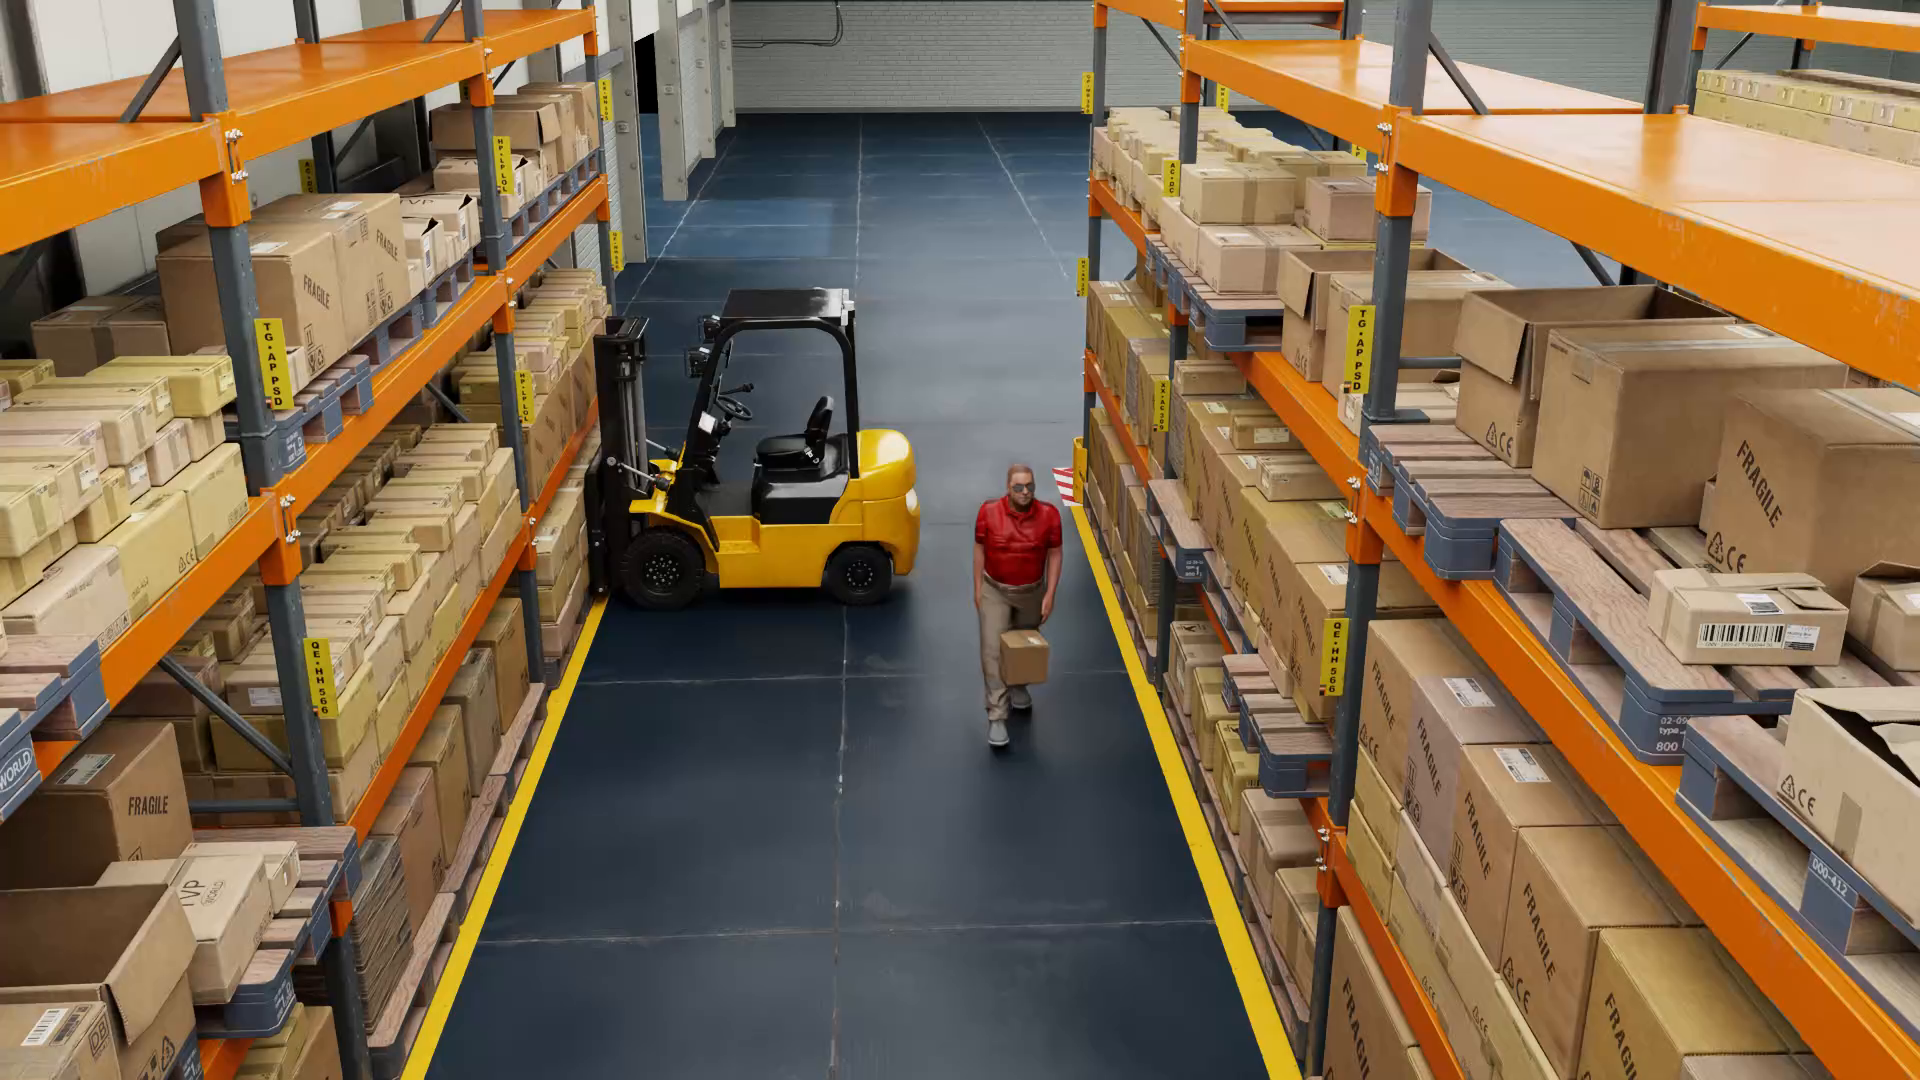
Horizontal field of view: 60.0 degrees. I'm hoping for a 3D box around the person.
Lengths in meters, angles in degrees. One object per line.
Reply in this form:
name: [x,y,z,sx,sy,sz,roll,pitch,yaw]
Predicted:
person: [0.366,0.355,10.137,0.542,1.688,0.944,-2,20,-6]
